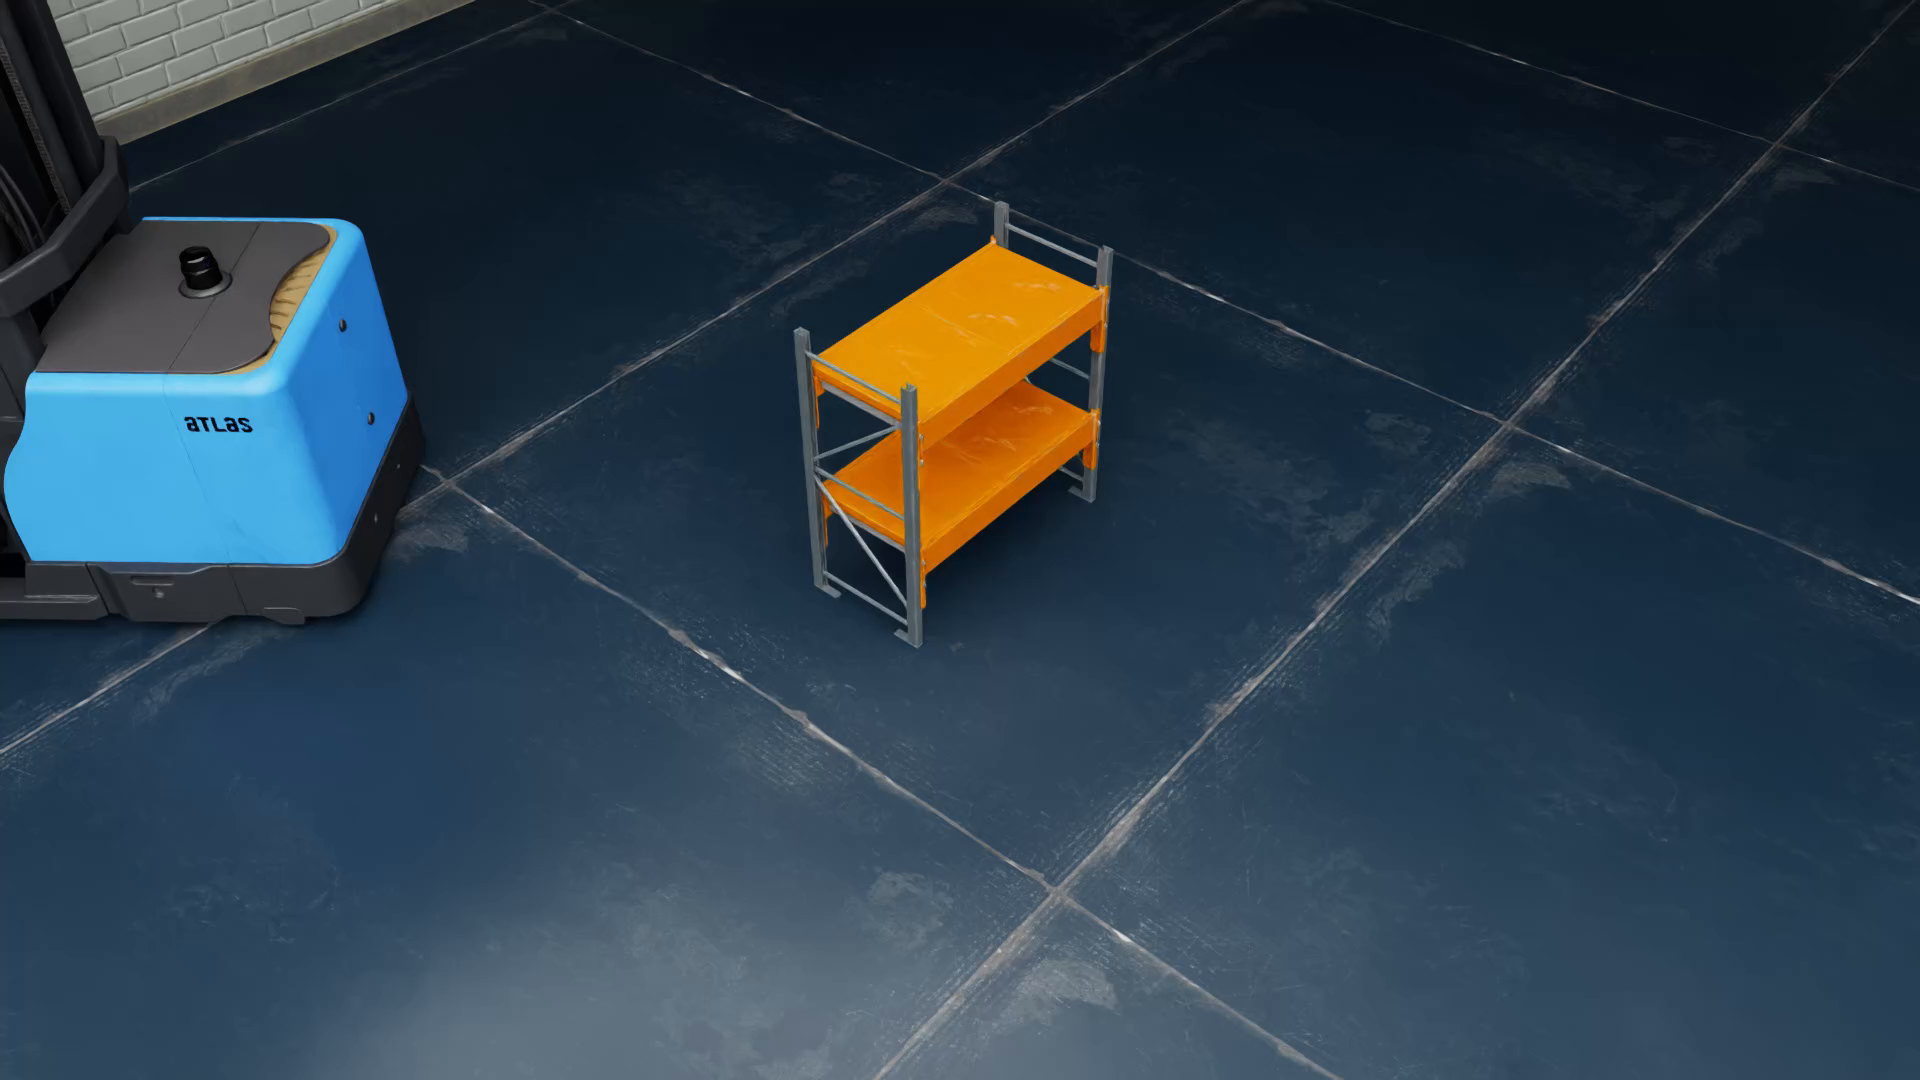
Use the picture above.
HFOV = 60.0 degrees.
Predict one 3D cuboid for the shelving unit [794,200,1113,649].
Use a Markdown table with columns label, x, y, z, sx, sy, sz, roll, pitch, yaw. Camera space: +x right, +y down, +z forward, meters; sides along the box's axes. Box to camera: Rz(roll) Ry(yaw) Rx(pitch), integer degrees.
| label | x | y | z | sx | sy | sz | roll | pitch | yaw |
| --- | --- | --- | --- | --- | --- | --- | --- | --- | --- |
| shelving unit | -0.004 | -0.413 | 5.868 | 0.538 | 1.125 | 1.048 | 29 | 50 | 28 |

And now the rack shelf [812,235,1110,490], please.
| label | x | y | z | sx | sy | sz | roll | pitch | yaw |
| --- | --- | --- | --- | --- | --- | --- | --- | --- | --- |
| rack shelf | -0.004 | -0.629 | 5.671 | 0.538 | 0.278 | 1.000 | 29 | 50 | 28 |

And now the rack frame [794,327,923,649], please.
| label | x | y | z | sx | sy | sz | roll | pitch | yaw |
| --- | --- | --- | --- | --- | --- | --- | --- | --- | --- |
| rack frame | -0.332 | -0.151 | 5.580 | 0.500 | 1.125 | 0.032 | 29 | 50 | 28 |

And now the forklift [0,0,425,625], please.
| label | x | y | z | sx | sy | sz | roll | pitch | yaw |
| --- | --- | --- | --- | --- | --- | --- | --- | --- | --- |
| forklift | -3.630 | -1.133 | 5.317 | 3.031 | 2.935 | 1.130 | 1 | 42 | 1 |

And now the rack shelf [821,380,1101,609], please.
| label | x | y | z | sx | sy | sz | roll | pitch | yaw |
| --- | --- | --- | --- | --- | --- | --- | --- | --- | --- |
| rack shelf | -0.004 | -0.232 | 6.032 | 0.538 | 0.278 | 1.000 | 29 | 50 | 28 |

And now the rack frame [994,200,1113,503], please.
| label | x | y | z | sx | sy | sz | roll | pitch | yaw |
| --- | --- | --- | --- | --- | --- | --- | --- | --- | --- |
| rack frame | 0.323 | -0.674 | 6.156 | 0.500 | 1.125 | 0.032 | 29 | 50 | 28 |
